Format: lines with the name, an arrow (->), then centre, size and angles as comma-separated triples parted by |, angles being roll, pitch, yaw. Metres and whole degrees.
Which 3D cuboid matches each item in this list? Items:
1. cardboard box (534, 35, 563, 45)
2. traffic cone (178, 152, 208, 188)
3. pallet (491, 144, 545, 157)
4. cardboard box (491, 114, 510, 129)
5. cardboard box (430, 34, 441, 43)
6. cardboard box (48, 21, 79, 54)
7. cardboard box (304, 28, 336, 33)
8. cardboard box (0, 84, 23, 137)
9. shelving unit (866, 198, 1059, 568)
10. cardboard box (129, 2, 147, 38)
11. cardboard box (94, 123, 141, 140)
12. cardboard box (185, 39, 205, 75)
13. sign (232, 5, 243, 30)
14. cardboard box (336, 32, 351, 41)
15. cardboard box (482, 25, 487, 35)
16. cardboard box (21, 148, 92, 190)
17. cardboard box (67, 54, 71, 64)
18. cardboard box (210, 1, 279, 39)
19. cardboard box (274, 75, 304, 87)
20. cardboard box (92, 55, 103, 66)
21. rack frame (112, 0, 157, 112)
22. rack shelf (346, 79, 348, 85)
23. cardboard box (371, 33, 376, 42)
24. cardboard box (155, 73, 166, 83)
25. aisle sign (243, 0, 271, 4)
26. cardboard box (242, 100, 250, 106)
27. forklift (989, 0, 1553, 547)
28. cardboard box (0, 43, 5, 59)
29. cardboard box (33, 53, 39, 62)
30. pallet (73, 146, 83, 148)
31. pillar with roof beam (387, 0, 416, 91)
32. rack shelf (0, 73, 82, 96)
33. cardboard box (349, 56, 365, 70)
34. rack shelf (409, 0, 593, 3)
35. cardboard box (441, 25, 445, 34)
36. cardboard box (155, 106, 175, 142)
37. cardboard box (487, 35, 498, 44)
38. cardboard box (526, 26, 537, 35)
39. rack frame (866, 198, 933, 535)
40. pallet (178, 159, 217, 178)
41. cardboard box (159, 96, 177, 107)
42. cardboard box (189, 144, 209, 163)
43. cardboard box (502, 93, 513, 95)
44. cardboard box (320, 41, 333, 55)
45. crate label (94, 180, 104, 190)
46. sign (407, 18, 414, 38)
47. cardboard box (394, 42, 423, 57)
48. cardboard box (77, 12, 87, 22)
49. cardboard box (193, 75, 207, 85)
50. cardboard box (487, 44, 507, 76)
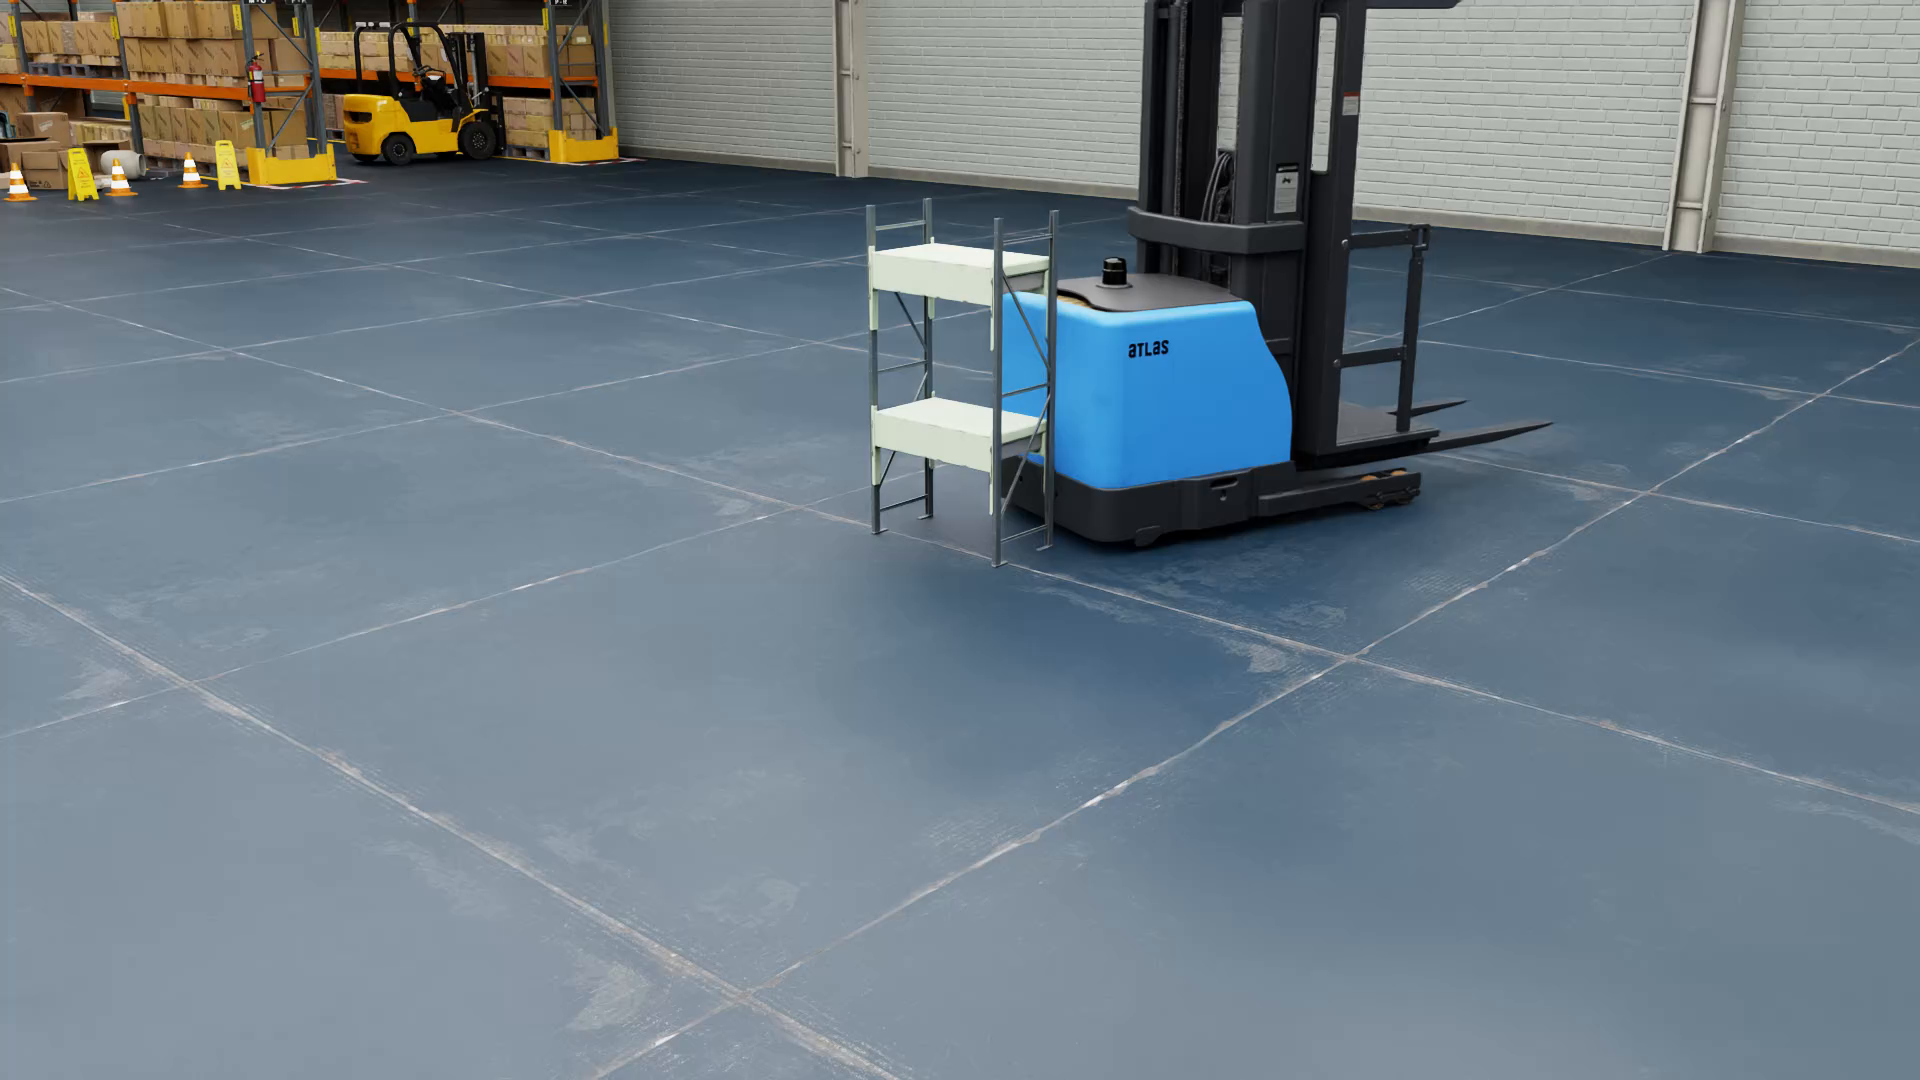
cardboard box -> -6.593, -8.012, 26.662 | 0.250, 0.149, 0.380 | 15, 23, 40
traffic cone -> -10.617, -5.111, 22.951 | 0.334, 0.463, 0.336 | 15, 23, 39
pallet -> -7.656, -6.709, 28.403 | 1.213, 0.211, 1.003 | 15, 23, 39
cardboard box -> -7.487, -7.006, 27.754 | 0.500, 0.250, 0.500 | 14, 23, 38
cardboard box -> -8.881, -8.634, 28.621 | 0.250, 0.149, 0.380 | 16, 23, 41
cardboard box -> -14.444, -8.170, 27.047 | 0.500, 0.500, 0.500 | 16, 23, 40
cardboard box -> -12.412, -9.642, 32.175 | 0.500, 0.500, 0.500 | 16, 24, 42
cardboard box -> -16.549, -7.657, 29.597 | 0.875, 0.875, 0.875 | 15, 23, 40
shelving unit -> 0.005, -0.714, 7.381 | 0.755, 1.500, 0.431 | 15, 23, 39
cardboard box -> -11.879, -7.750, 24.762 | 0.500, 0.500, 0.700 | 15, 23, 40
cardboard box -> -13.365, -6.525, 26.862 | 0.950, 0.372, 0.625 | -17, 24, -42
cardboard box -> -10.772, -6.964, 23.940 | 0.500, 0.500, 0.500 | 15, 23, 39
sign -> -9.823, -7.106, 22.609 | 0.005, 0.325, 0.100 | 15, 23, 39
cardboard box -> -11.267, -9.289, 30.686 | 0.250, 0.149, 0.380 | 15, 23, 40
cardboard box -> -7.706, -8.479, 27.640 | 0.250, 0.149, 0.380 | 15, 23, 40
cardboard box -> -12.434, -5.115, 22.899 | 0.637, 0.503, 0.797 | 0, 18, 2
cardboard box -> -14.279, -7.837, 27.067 | 0.250, 0.149, 0.380 | 16, 24, 41
cardboard box -> -9.966, -7.245, 23.171 | 0.500, 0.500, 0.700 | 14, 23, 38
cardboard box -> -9.556, -6.521, 23.615 | 0.250, 0.149, 0.380 | 15, 23, 39
cardboard box -> -13.401, -7.550, 26.165 | 0.250, 0.149, 0.380 | 15, 23, 38
rack frame -> -18.115, -10.862, 36.878 | 0.127, 3.000, 1.000 | 15, 23, 39
rack shelf -> -13.627, -9.314, 33.191 | 4.000, 0.370, 1.077 | 15, 23, 39
cardboard box -> -10.334, -9.026, 29.856 | 0.250, 0.149, 0.380 | 14, 23, 38
cardboard box -> -11.804, -6.930, 24.905 | 0.250, 0.149, 0.380 | 16, 24, 41
aisle sign -> -9.586, -7.687, 22.575 | 0.004, 0.787, 0.394 | 15, 23, 39
cardboard box -> -14.135, -8.713, 33.547 | 0.500, 0.500, 0.500 | 14, 22, 38
forklift -> 1.677, -1.671, 8.032 | 3.031, 2.935, 1.130 | -10, 20, -28
cardboard box -> -16.340, -8.440, 28.670 | 0.500, 0.250, 0.500 | 14, 23, 38
cardboard box -> -15.303, -8.105, 27.912 | 0.250, 0.149, 0.380 | 13, 22, 36
pallet -> -13.931, -6.400, 27.430 | 1.213, 0.211, 1.003 | 15, 23, 39
pillar with roof beam -> -13.415, -11.083, 27.658 | 0.400, 9.000, 9.100 | 15, 23, 39
rack shelf -> -16.919, -8.190, 29.650 | 4.000, 0.370, 1.077 | 15, 23, 39
cardboard box -> -10.812, -8.731, 30.413 | 0.500, 0.250, 0.500 | 16, 24, 41
rack shelf -> -7.643, -9.138, 27.676 | 4.000, 0.370, 1.077 | 15, 23, 39
cardboard box -> -8.646, -8.739, 28.459 | 0.250, 0.149, 0.380 | 14, 23, 38
cardboard box -> -11.761, -6.291, 25.088 | 0.500, 0.500, 0.500 | 16, 24, 41
cardboard box -> -7.568, -8.264, 27.456 | 0.250, 0.149, 0.380 | 15, 23, 40
cardboard box -> -6.760, -8.215, 26.807 | 0.250, 0.149, 0.380 | 15, 23, 39
rack frame -> -0.269, -0.787, 7.612 | 0.023, 1.500, 0.400 | 15, 23, 39
pallet -> -10.989, -5.628, 24.995 | 1.213, 0.211, 1.003 | 15, 23, 39
cardboard box -> -11.730, -6.564, 24.875 | 0.250, 0.149, 0.380 | 16, 24, 41
cardboard box -> -11.000, -5.726, 24.547 | 0.500, 0.250, 0.500 | 14, 22, 37
cardboard box -> -7.884, -7.561, 28.674 | 0.500, 0.250, 0.500 | 15, 23, 40
cardboard box -> -11.588, -9.177, 30.991 | 0.500, 0.250, 0.500 | 16, 24, 41
crate label -> -11.729, -4.780, 22.447 | 0.298, 0.136, 0.250 | 4, 18, 11
sign -> -9.492, -8.842, 28.730 | 0.005, 0.325, 0.100 | 15, 23, 39
cardboard box -> -9.676, -8.660, 29.362 | 0.500, 0.250, 0.500 | 14, 23, 38
cardboard box -> -13.671, -8.254, 26.238 | 0.250, 0.149, 0.380 | 14, 22, 37
cardboard box -> -10.864, -6.673, 24.096 | 0.250, 0.149, 0.380 | 15, 23, 39
cardboard box -> -7.455, -7.945, 27.523 | 0.500, 0.500, 0.500 | 14, 23, 38
